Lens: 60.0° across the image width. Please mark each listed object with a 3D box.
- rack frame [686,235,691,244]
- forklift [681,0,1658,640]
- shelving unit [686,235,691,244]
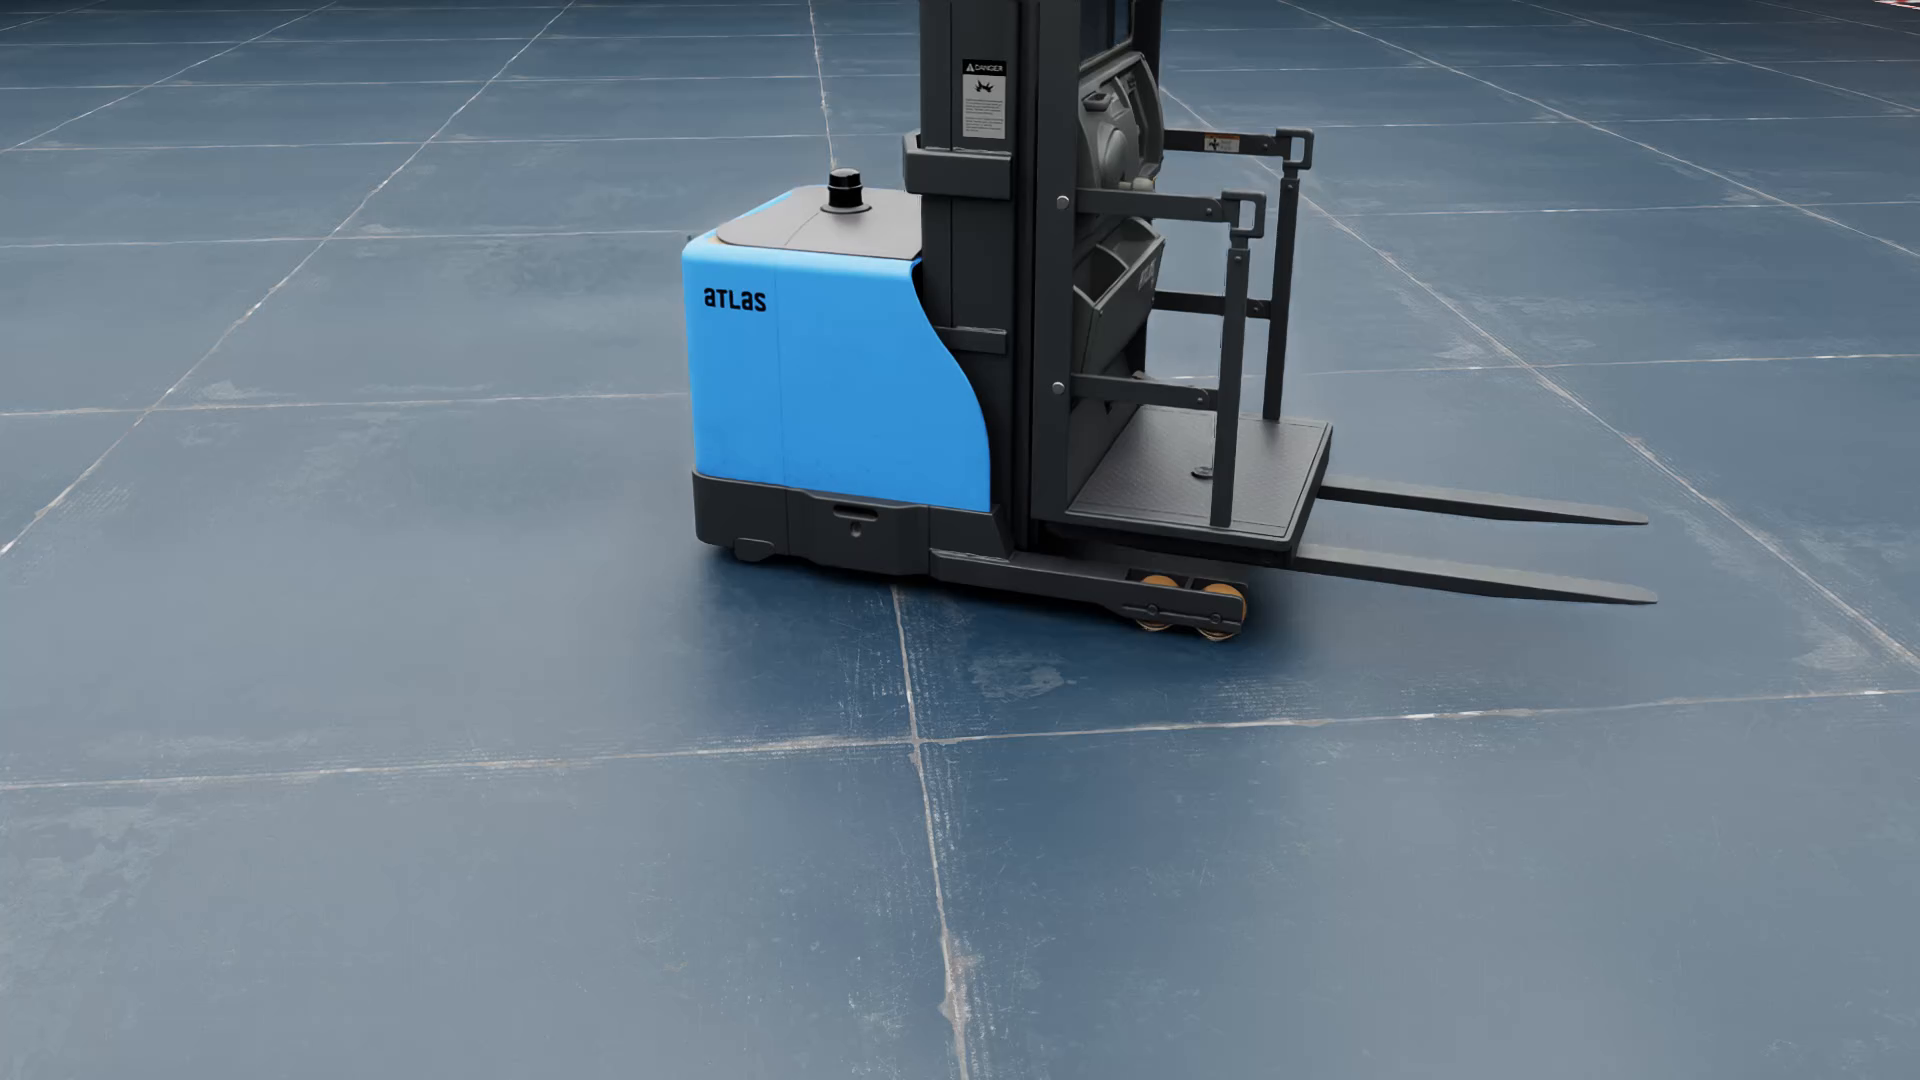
[{"bbox_3d":[-0.912,-0.656,6.117,0.006,0.900,0.240,-19,30,-36],"label":"rack frame"},{"bbox_3d":[0.681,-1.278,5.017,3.031,2.935,1.130,8,25,17],"label":"forklift"},{"bbox_3d":[-0.834,-0.683,6.177,0.210,0.900,0.258,-19,30,-36],"label":"shelving unit"}]
